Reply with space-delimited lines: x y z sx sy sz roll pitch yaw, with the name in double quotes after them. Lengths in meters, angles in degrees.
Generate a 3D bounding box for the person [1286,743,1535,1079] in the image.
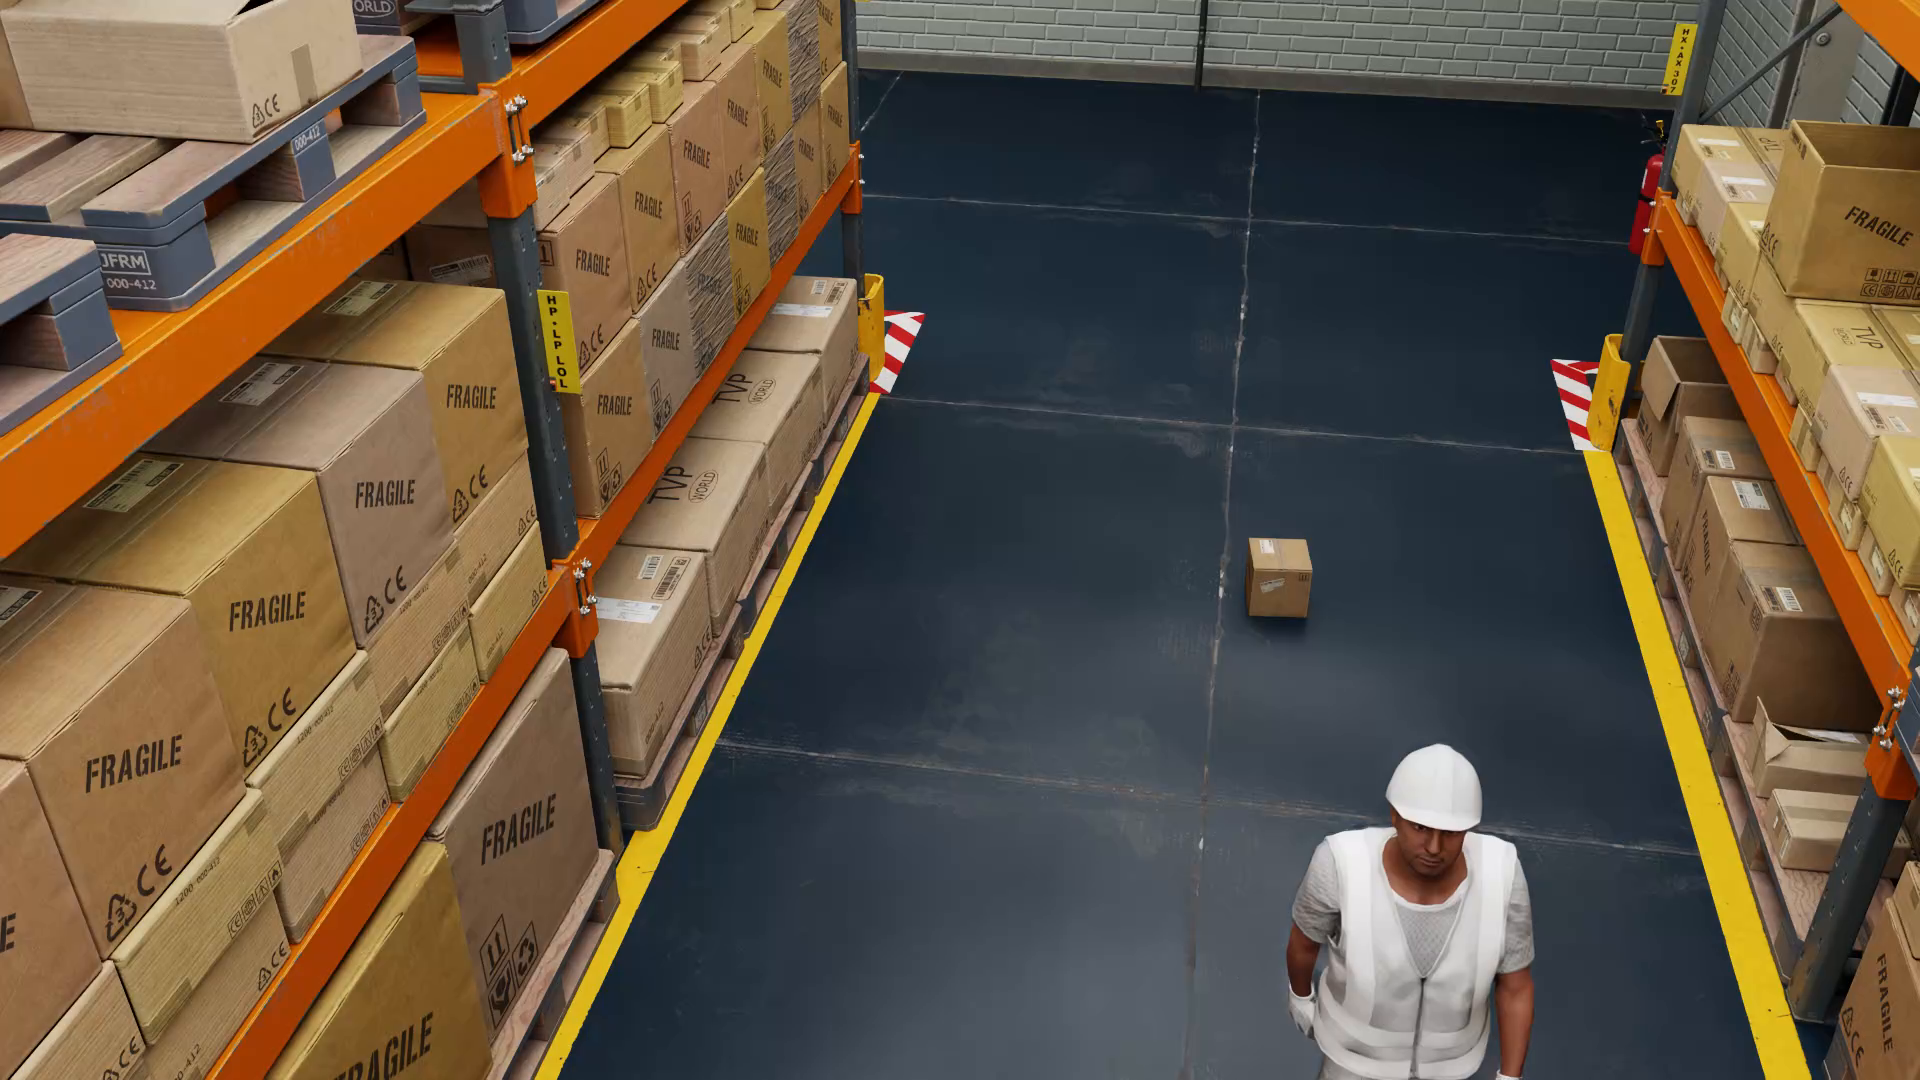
1.089 1.285 4.037 0.546 1.722 1.013 0 32 0 "person"
